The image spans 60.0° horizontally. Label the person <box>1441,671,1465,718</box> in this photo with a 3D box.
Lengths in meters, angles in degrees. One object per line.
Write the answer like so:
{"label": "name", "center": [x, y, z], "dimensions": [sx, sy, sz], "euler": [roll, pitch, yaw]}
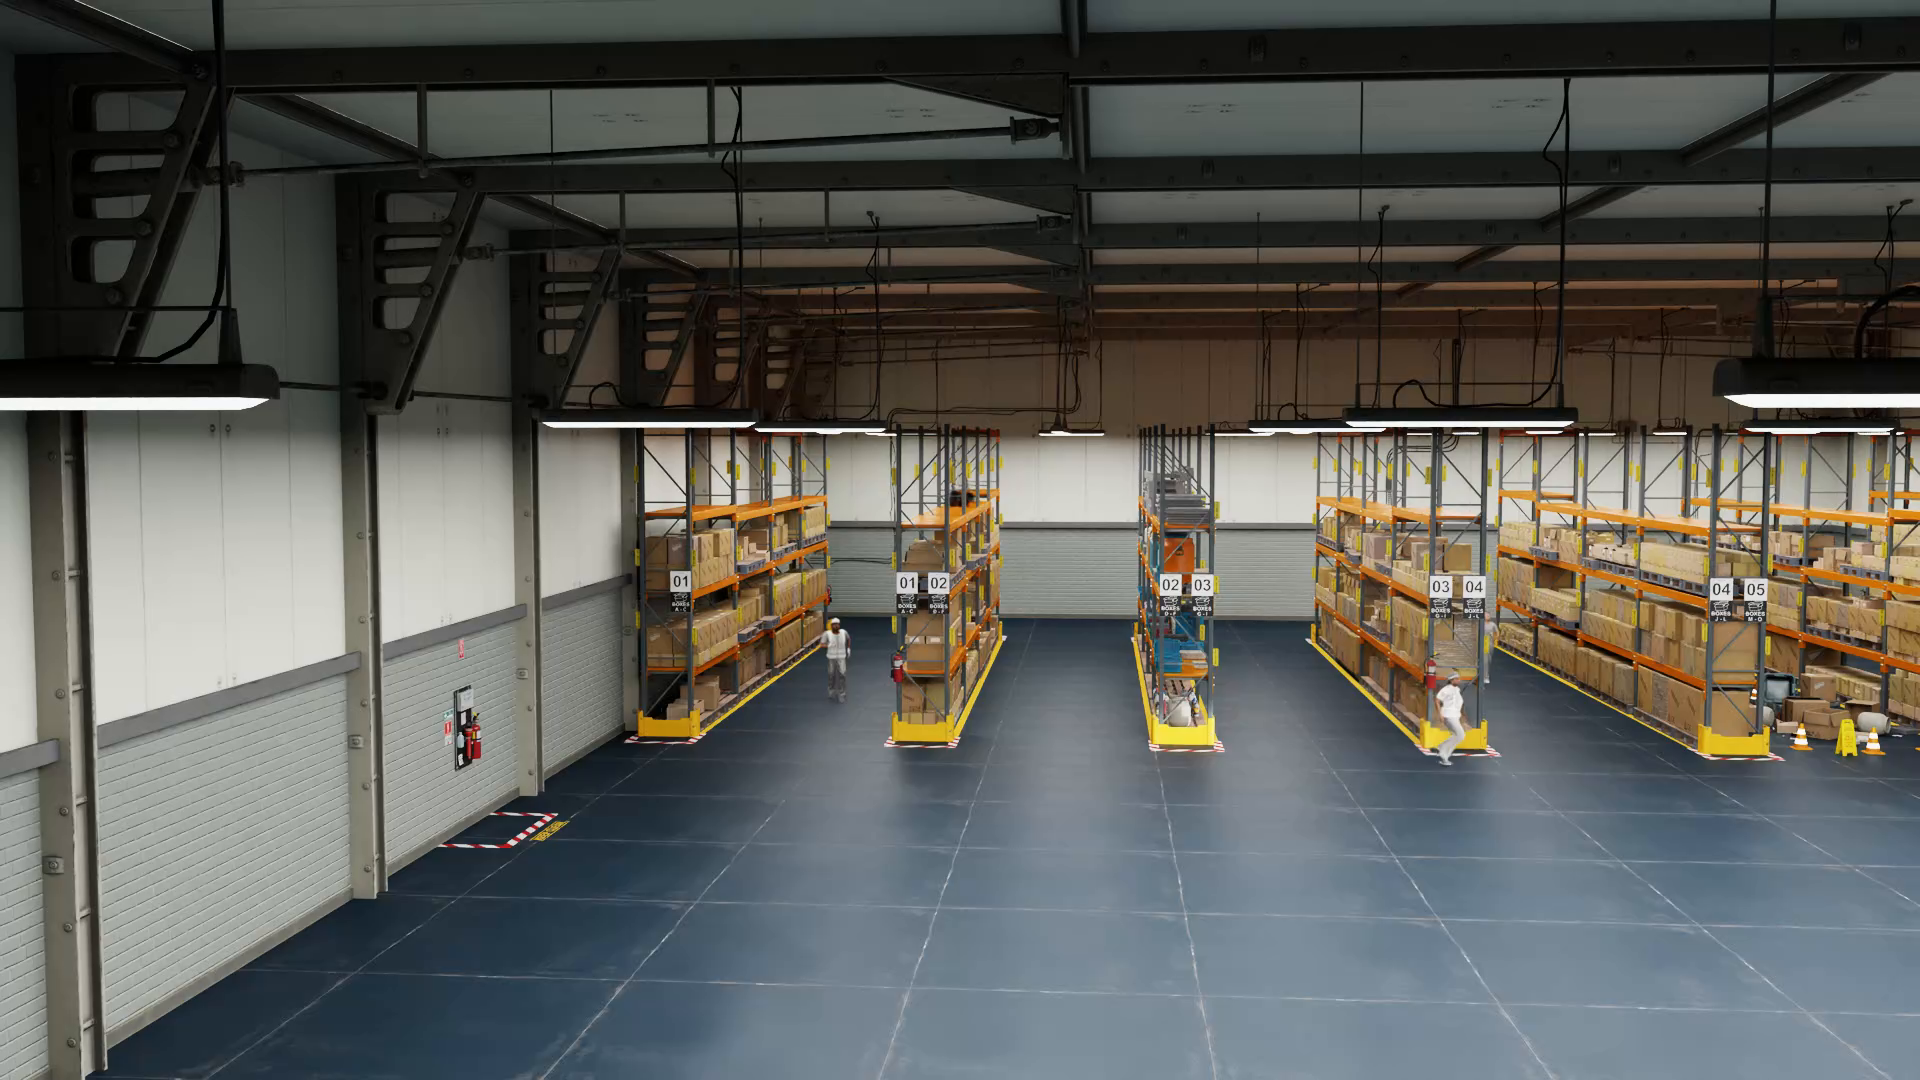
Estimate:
{"label": "person", "center": [8.668, 2.739, 29.277], "dimensions": [0.333, 0.856, 0.427], "euler": [3, 5, 42]}

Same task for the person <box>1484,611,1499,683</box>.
{"label": "person", "center": [12.359, 2.487, 39.029], "dimensions": [0.562, 1.665, 0.891], "euler": [0, 3, 5]}

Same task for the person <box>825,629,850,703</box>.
{"label": "person", "center": [-2.666, 2.750, 36.317], "dimensions": [0.574, 1.587, 0.795], "euler": [-1, 4, -11]}
